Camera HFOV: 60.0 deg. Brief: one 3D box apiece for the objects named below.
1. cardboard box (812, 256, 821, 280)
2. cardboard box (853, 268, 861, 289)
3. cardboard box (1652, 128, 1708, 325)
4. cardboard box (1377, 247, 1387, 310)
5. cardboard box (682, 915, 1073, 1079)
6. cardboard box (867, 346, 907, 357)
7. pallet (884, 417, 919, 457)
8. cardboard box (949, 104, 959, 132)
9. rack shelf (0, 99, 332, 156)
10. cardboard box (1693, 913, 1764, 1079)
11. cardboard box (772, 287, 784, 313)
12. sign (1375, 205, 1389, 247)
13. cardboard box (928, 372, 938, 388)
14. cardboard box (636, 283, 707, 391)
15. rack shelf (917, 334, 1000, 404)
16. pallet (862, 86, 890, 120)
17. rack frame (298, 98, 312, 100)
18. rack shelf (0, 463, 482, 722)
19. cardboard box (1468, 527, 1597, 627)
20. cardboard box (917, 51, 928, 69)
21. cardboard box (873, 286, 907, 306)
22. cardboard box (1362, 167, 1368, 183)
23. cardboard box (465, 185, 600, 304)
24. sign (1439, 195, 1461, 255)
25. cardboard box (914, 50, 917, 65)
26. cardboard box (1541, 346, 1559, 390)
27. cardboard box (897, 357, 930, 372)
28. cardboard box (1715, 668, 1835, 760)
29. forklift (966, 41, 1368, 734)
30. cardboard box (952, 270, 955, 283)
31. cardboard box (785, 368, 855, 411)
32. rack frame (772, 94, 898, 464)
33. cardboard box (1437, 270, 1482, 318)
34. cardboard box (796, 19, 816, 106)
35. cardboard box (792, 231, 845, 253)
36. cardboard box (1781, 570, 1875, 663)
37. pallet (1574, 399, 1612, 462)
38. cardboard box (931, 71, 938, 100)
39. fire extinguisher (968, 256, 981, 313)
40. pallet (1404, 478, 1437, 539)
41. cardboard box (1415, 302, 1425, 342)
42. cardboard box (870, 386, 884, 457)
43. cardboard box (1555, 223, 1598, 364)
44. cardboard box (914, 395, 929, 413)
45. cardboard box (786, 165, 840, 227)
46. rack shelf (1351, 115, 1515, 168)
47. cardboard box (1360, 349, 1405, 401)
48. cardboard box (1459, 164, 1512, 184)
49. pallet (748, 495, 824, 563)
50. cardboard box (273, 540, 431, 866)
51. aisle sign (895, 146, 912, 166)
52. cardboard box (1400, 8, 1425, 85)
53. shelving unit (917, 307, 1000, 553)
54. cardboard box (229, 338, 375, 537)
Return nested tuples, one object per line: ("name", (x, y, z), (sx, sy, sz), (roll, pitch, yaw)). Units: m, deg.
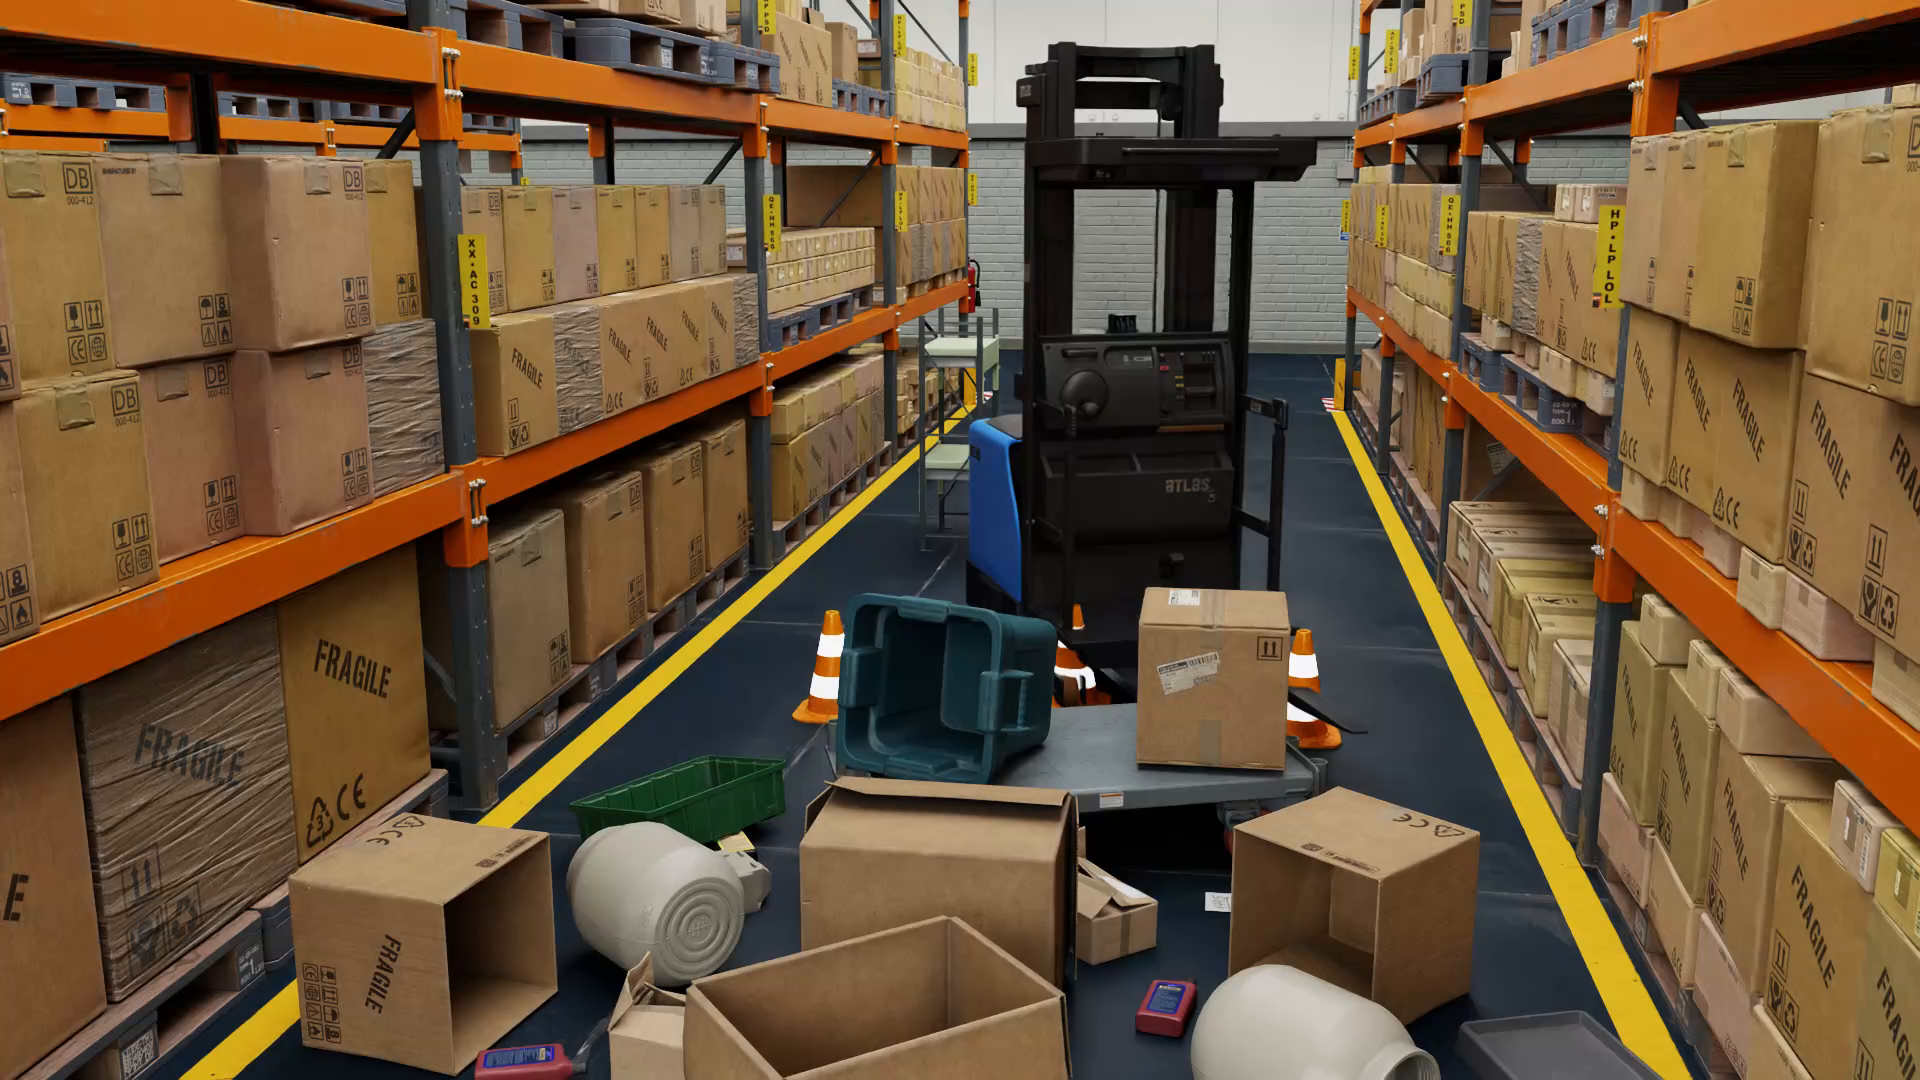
("cardboard box", (-1.175, -1.889, 11.534), (0.380, 0.149, 0.250), (2, 12, 8))
("cardboard box", (-0.974, -2.019, 12.843), (0.380, 0.149, 0.250), (2, 12, 8))
("cardboard box", (2.265, -0.820, 4.362), (0.700, 0.500, 0.500), (2, 12, 9))
("cardboard box", (3.696, -2.146, 13.595), (0.500, 0.500, 0.500), (2, 12, 9))
("cardboard box", (-0.200, 1.278, 3.868), (0.797, 0.503, 0.637), (-7, 14, -30))
("cardboard box", (-0.754, -1.908, 17.083), (0.380, 0.149, 0.250), (2, 12, 10))
("pallet", (-0.961, -0.910, 14.713), (1.003, 0.211, 1.213), (2, 12, 9))
("cardboard box", (-0.294, -4.148, 16.356), (0.500, 0.250, 0.500), (2, 12, 9))
("rack shelf", (-6.222, -3.012, 12.437), (1.077, 0.370, 4.000), (2, 12, 9))
("cardboard box", (2.140, 1.148, 4.077), (0.500, 0.250, 0.500), (2, 12, 8))
("cardboard box", (-1.335, -1.524, 10.545), (0.380, 0.149, 0.250), (2, 12, 11))
("sign", (3.329, -2.472, 13.101), (0.100, 0.325, 0.005), (2, 12, 9))
("cardboard box", (-0.416, -1.533, 16.052), (0.380, 0.149, 0.250), (3, 12, 11))
("cardboard box", (-1.603, -1.038, 8.451), (0.500, 0.500, 0.500), (2, 12, 8))
("rack shelf", (-0.001, -1.113, 10.747), (0.431, 0.370, 0.720), (2, 12, 9))
("pallet", (-1.230, -3.381, 12.889), (1.213, 0.211, 1.003), (2, 12, 9))
("rack frame", (-5.915, -5.246, 13.977), (1.000, 3.000, 0.127), (2, 12, 9))
("rack shelf", (-2.567, 0.301, 4.182), (1.077, 0.370, 4.000), (2, 12, 9))
("cardboard box", (3.060, 0.191, 8.230), (0.950, 0.372, 0.625), (2, 12, 8))
("cardboard box", (-0.496, -4.289, 14.878), (0.380, 0.149, 0.250), (3, 12, 11))
("cardboard box", (-0.662, -2.057, 14.016), (0.380, 0.149, 0.250), (2, 12, 11))
("cardboard box", (4.019, -3.452, 15.743), (0.380, 0.149, 0.250), (1, 12, 7))
("cardboard box", (-2.034, -1.320, 7.388), (0.700, 0.500, 0.500), (2, 12, 9))
("sign", (2.713, -1.743, 9.213), (0.100, 0.325, 0.005), (2, 12, 9))
("cardboard box", (-0.583, -4.234, 14.621), (0.380, 0.149, 0.250), (1, 12, 7))
("cardboard box", (2.551, -0.688, 6.665), (0.380, 0.149, 0.250), (2, 12, 9))
("cardboard box", (-0.494, -1.679, 16.023), (0.380, 0.149, 0.250), (1, 12, 7))
("cardboard box", (2.095, 0.429, 4.091), (0.380, 0.149, 0.250), (3, 12, 12))
("forklift", (0.892, -0.760, 7.564), (1.130, 2.935, 3.031), (-3, 13, -14))
("cardboard box", (-0.260, -2.714, 17.064), (0.380, 0.149, 0.250), (2, 12, 9))
("cardboard box", (-1.054, -1.101, 12.141), (0.500, 0.250, 0.500), (1, 12, 6))
("rack frame", (-1.029, -2.132, 13.766), (1.000, 3.000, 0.127), (2, 12, 9))
("cardboard box", (3.086, -1.440, 9.724), (0.500, 0.250, 0.500), (2, 12, 8))
("cardboard box", (-1.224, -3.029, 10.571), (0.500, 0.500, 0.500), (2, 12, 9))
("cardboard box", (-1.062, -2.200, 12.268), (0.380, 0.149, 0.250), (1, 12, 7))
("cardboard box", (2.065, 0.170, 3.680), (0.380, 0.149, 0.250), (2, 12, 8))
("pallet", (2.908, -0.388, 6.128), (1.003, 0.211, 1.213), (2, 12, 9))
("cardboard box", (-0.482, -4.180, 15.319), (0.500, 0.250, 0.500), (1, 12, 6))
("fire extinguisher", (0.081, -2.782, 17.851), (0.296, 0.674, 0.183), (2, 12, 9))
("pallet", (3.648, -0.212, 11.474), (1.003, 0.211, 1.213), (2, 12, 9))
("cardboard box", (3.240, -1.411, 10.778), (0.500, 0.250, 0.500), (2, 12, 8))
("cardboard box", (-0.894, -0.953, 13.232), (0.500, 0.500, 0.500), (2, 12, 8))
("cardboard box", (2.566, -0.934, 6.265), (0.500, 0.500, 0.500), (2, 12, 9))
("cardboard box", (-0.496, -1.280, 15.584), (0.380, 0.149, 0.250), (2, 12, 7))
("cardboard box", (-1.224, -2.922, 14.113), (0.500, 0.500, 0.500), (1, 12, 7))
("rack shelf", (4.185, -3.524, 14.811), (1.077, 0.370, 4.000), (2, 12, 9))
("cardboard box", (4.490, -1.637, 16.556), (0.875, 0.438, 0.875), (1, 12, 7))
("cardboard box", (4.182, -2.905, 13.201), (0.380, 0.149, 0.250), (2, 12, 8))
("pallet", (-1.523, -0.099, 10.950), (1.003, 0.211, 1.213), (2, 12, 9))
("cardboard box", (-2.426, 0.495, 5.621), (0.875, 0.875, 0.875), (2, 12, 10))
("aisle sign", (-0.699, -4.260, 17.471), (0.394, 0.787, 0.004), (2, 12, 9))
("cardboard box", (3.455, -3.539, 11.940), (0.500, 0.500, 0.500), (2, 12, 8))
("shelving unit", (-0.001, -0.732, 10.829), (0.431, 1.500, 0.755), (2, 12, 9))
("cardboard box", (-2.367, -0.347, 5.129), (0.875, 0.550, 0.550), (2, 12, 9))
